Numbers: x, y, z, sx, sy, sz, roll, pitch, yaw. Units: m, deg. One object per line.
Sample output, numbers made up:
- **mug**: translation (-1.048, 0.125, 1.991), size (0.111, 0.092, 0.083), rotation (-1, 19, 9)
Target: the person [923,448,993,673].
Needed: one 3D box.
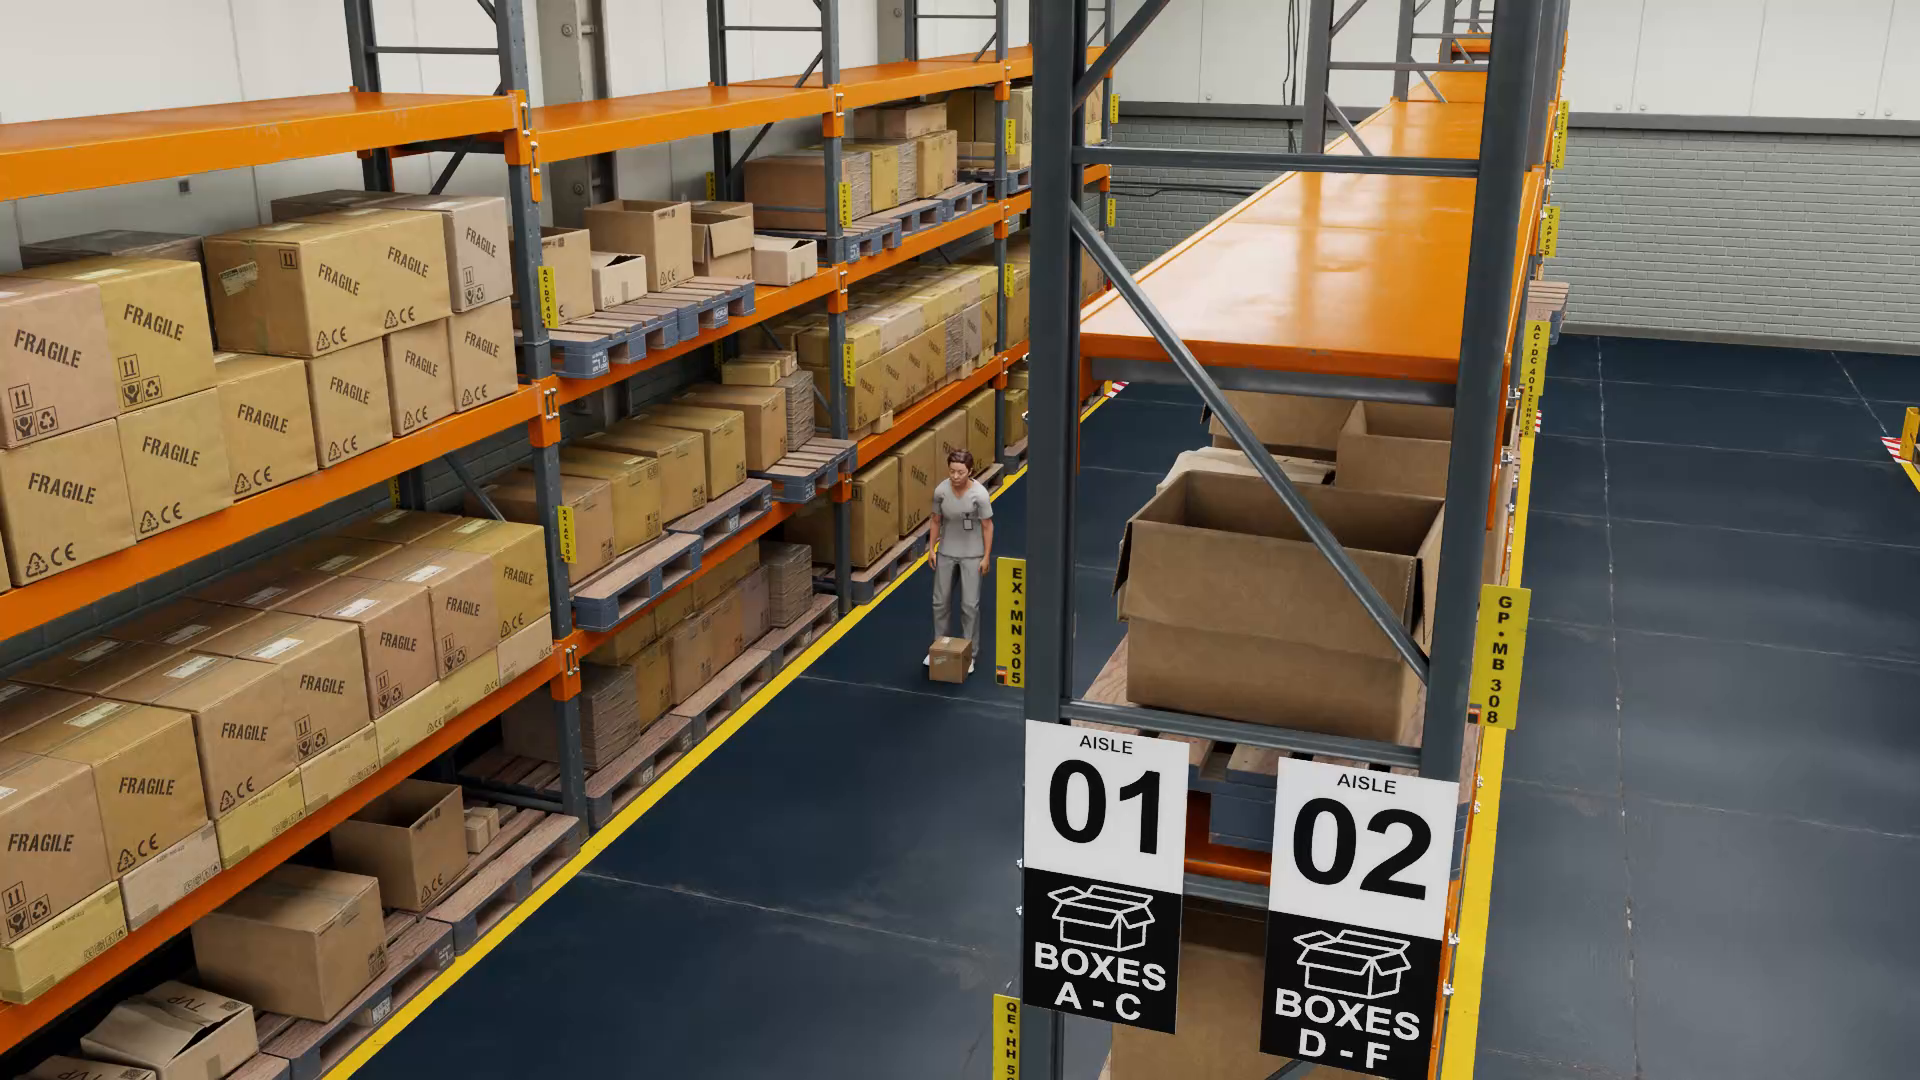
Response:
- **person**: translation (-0.009, 0.134, 12.171), size (0.485, 1.672, 0.412), rotation (6, 20, 17)
